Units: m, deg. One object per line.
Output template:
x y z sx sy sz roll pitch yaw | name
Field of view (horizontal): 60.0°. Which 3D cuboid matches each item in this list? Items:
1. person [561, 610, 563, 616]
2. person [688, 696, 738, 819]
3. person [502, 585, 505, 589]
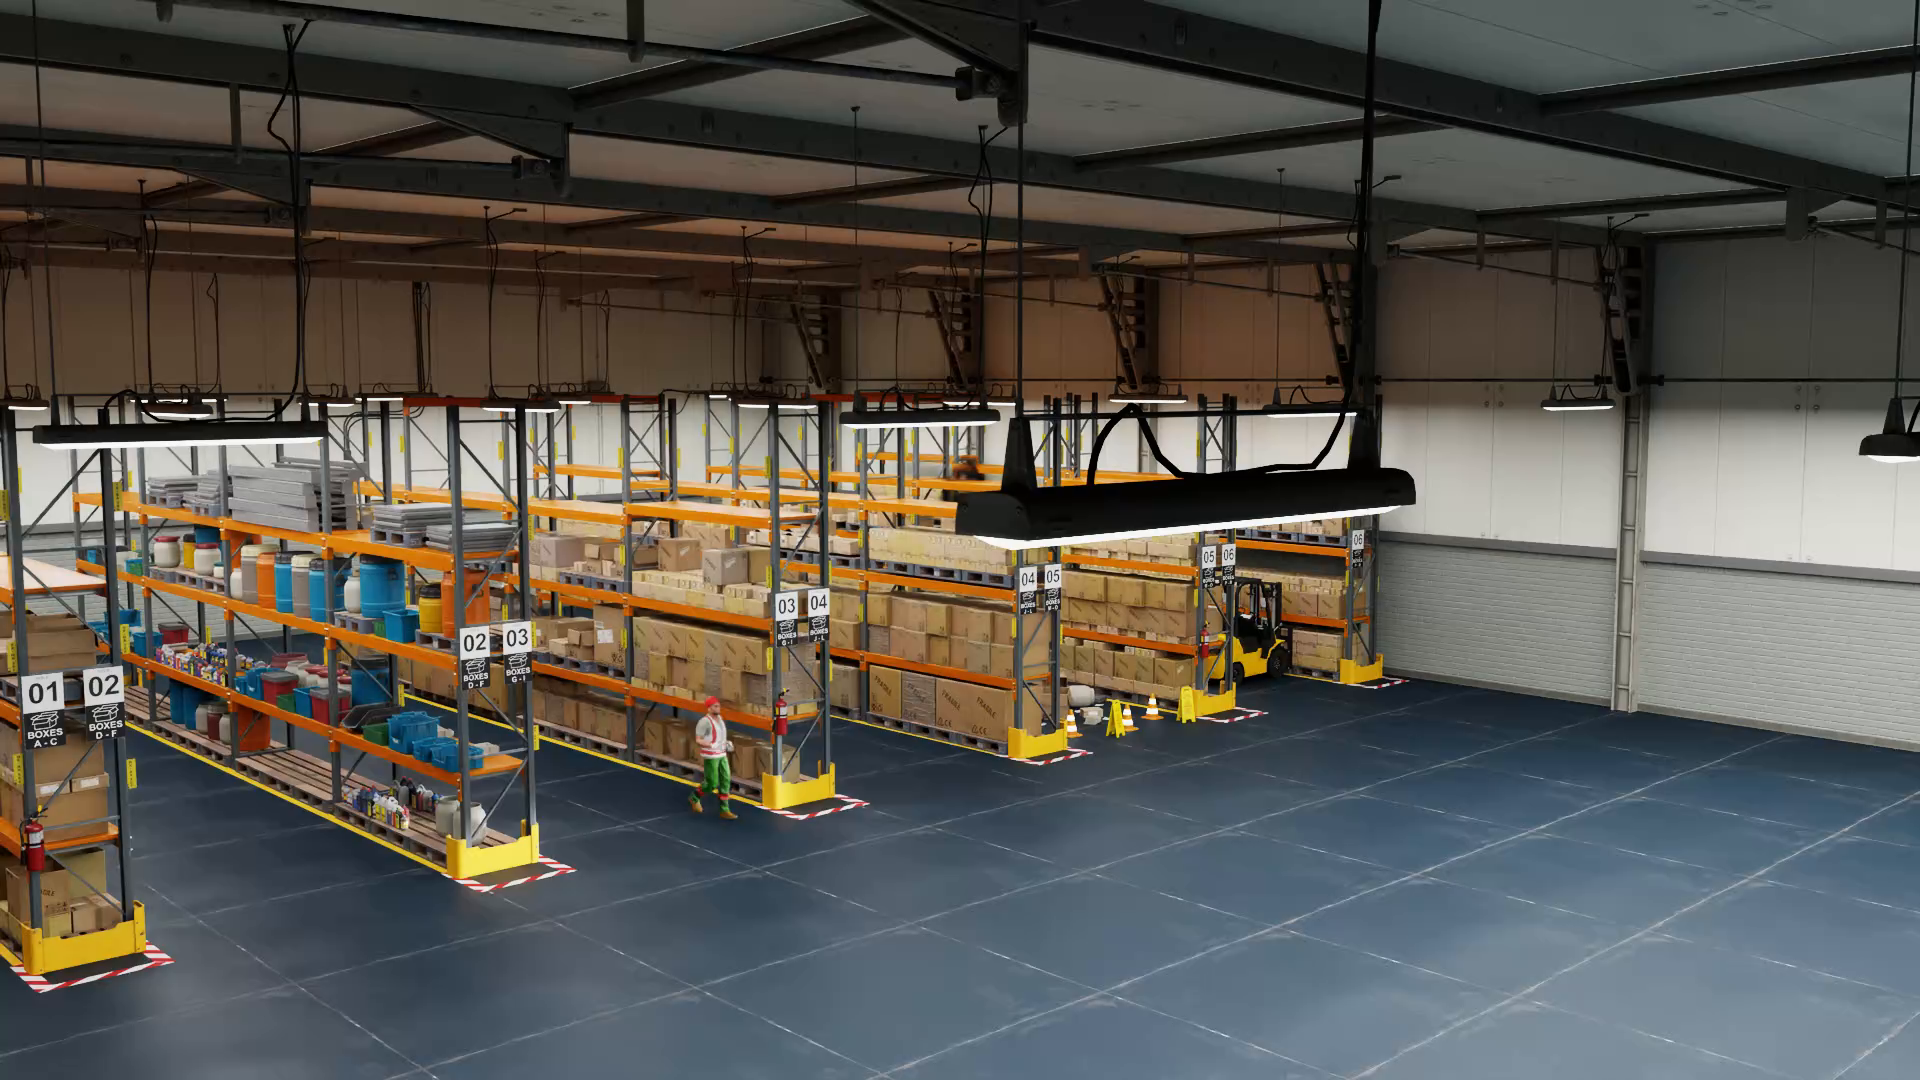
-8.119 2.235 33.655 0.901 1.720 0.663 4 7 39 | person
-3.569 3.126 23.983 0.808 1.773 0.681 3 6 29 | person
-10.362 1.822 37.911 0.729 1.700 0.551 -3 6 -28 | person
